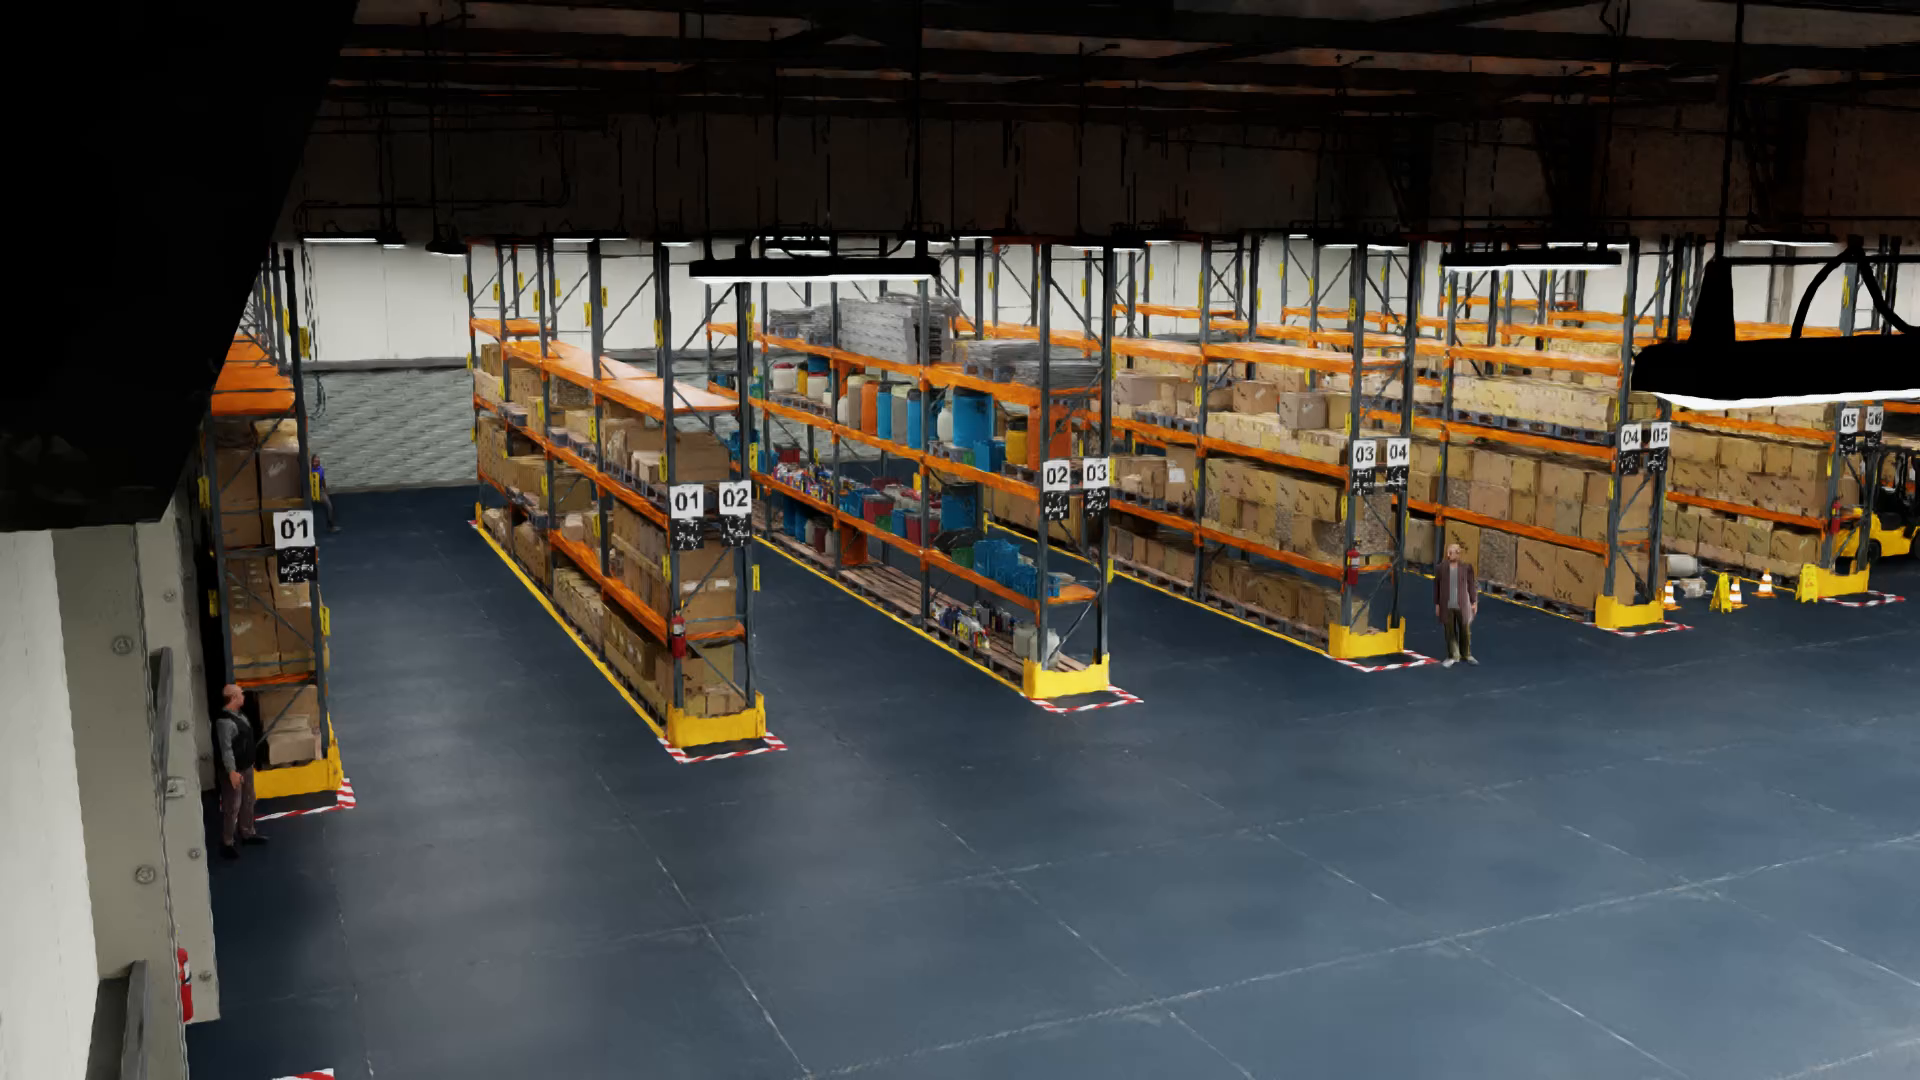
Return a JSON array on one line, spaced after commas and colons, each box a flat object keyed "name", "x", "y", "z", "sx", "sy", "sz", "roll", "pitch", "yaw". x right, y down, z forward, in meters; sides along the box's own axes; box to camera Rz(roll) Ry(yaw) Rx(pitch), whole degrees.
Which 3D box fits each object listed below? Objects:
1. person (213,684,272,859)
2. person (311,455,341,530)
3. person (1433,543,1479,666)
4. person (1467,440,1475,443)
[{"name": "person", "x": -7.273, "y": 2.287, "z": 16.736, "sx": 0.413, "sy": 1.726, "sz": 0.614, "roll": -1, "pitch": 11, "yaw": -5}, {"name": "person", "x": -13.121, "y": -0.963, "z": 33.875, "sx": 0.781, "sy": 1.596, "sz": 0.621, "roll": 10, "pitch": 15, "yaw": 42}, {"name": "person", "x": 7.114, "y": 0.915, "z": 23.780, "sx": 0.682, "sy": 1.769, "sz": 0.477, "roll": 4, "pitch": 12, "yaw": 20}, {"name": "person", "x": 10.549, "y": -1.193, "z": 34.521, "sx": 0.581, "sy": 1.785, "sz": 0.664, "roll": 0, "pitch": 11, "yaw": -1}]
